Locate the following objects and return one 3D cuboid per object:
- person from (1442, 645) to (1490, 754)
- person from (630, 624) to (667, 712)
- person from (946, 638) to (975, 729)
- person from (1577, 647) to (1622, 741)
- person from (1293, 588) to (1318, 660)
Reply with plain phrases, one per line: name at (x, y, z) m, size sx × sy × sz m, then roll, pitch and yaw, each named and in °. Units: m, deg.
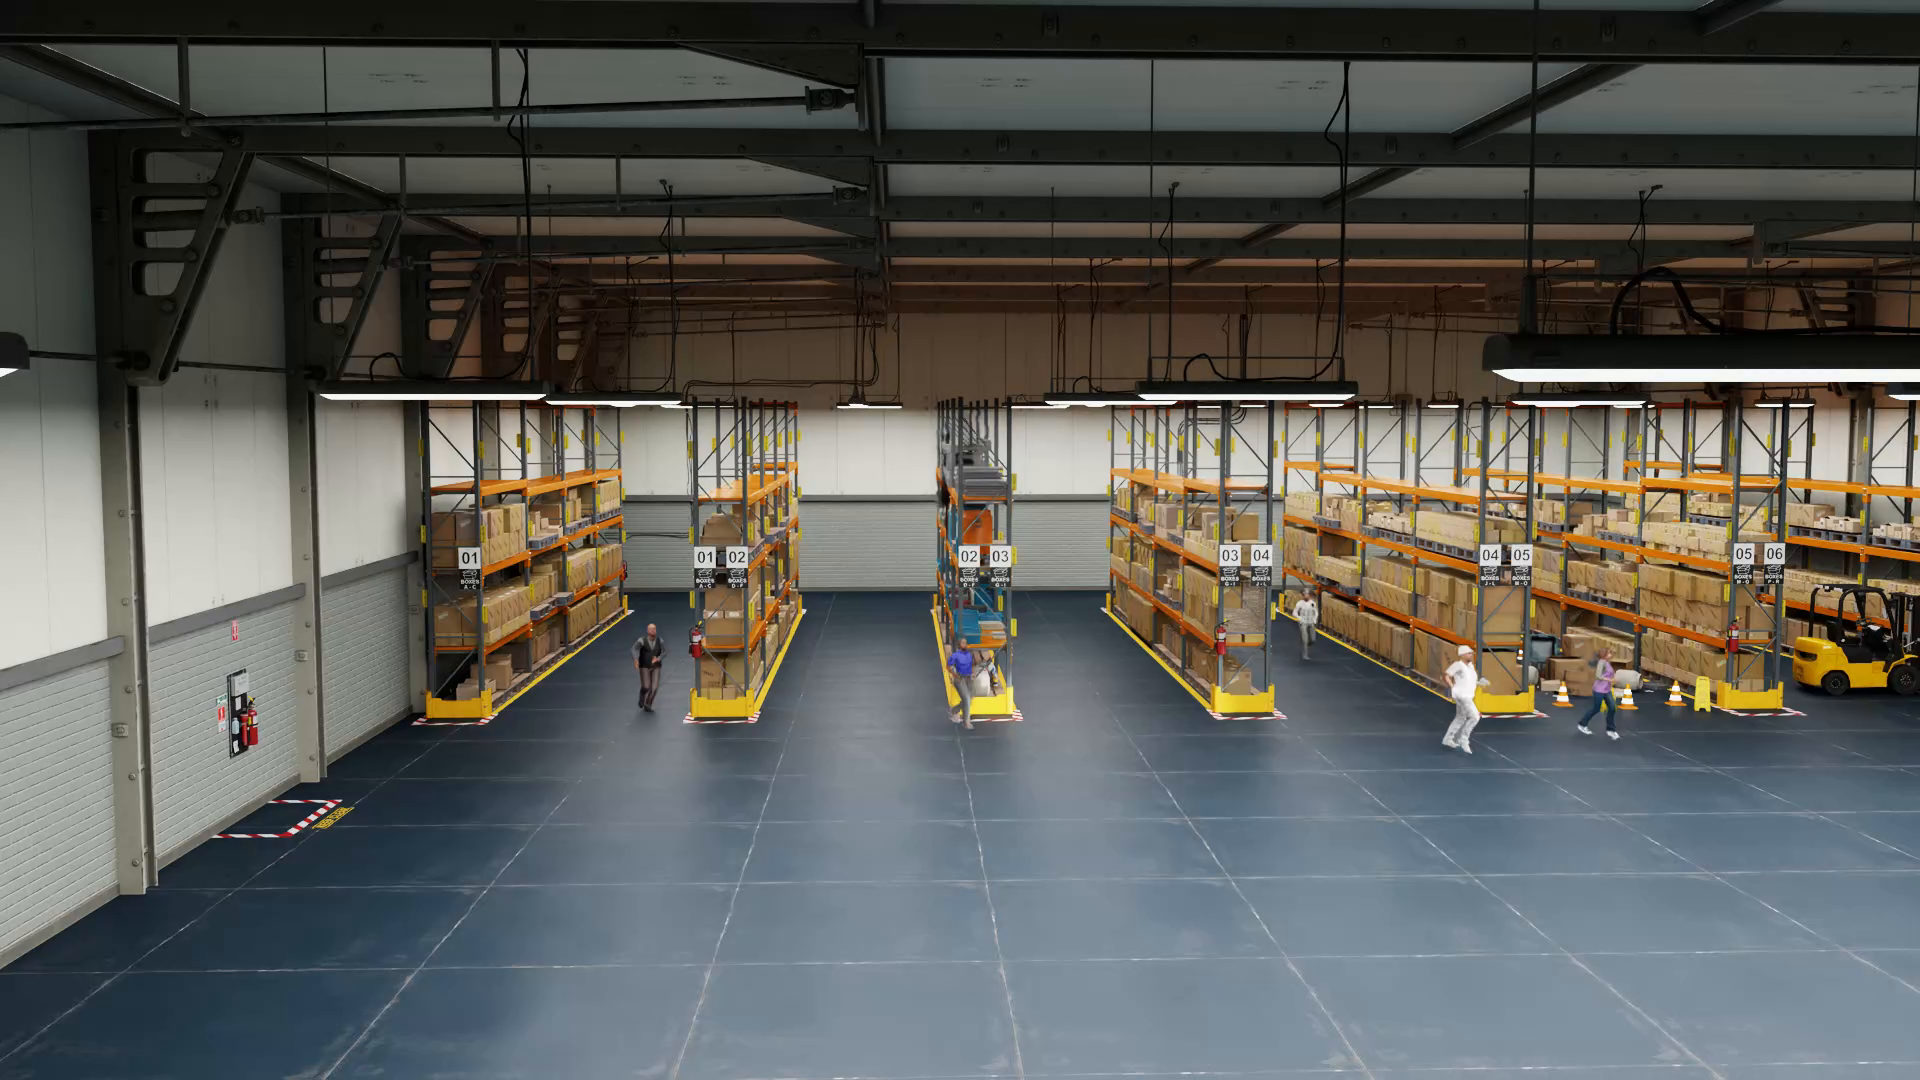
person at (8.508, 2.680, 28.004) m, size 0.746 × 1.822 × 0.654 m, roll 3°, pitch 5°, yaw 32°
person at (-5.892, 2.439, 31.654) m, size 0.652 × 1.665 × 0.543 m, roll -2°, pitch 5°, yaw -27°
person at (0.042, 2.607, 30.252) m, size 0.636 × 1.648 × 0.601 m, roll 4°, pitch 6°, yaw 44°
person at (11.208, 2.677, 29.127) m, size 0.746 × 1.635 × 0.528 m, roll 4°, pitch 6°, yaw 43°
person at (8.003, 1.933, 38.431) m, size 0.612 × 1.642 × 0.573 m, roll 0°, pitch 4°, yaw -5°
